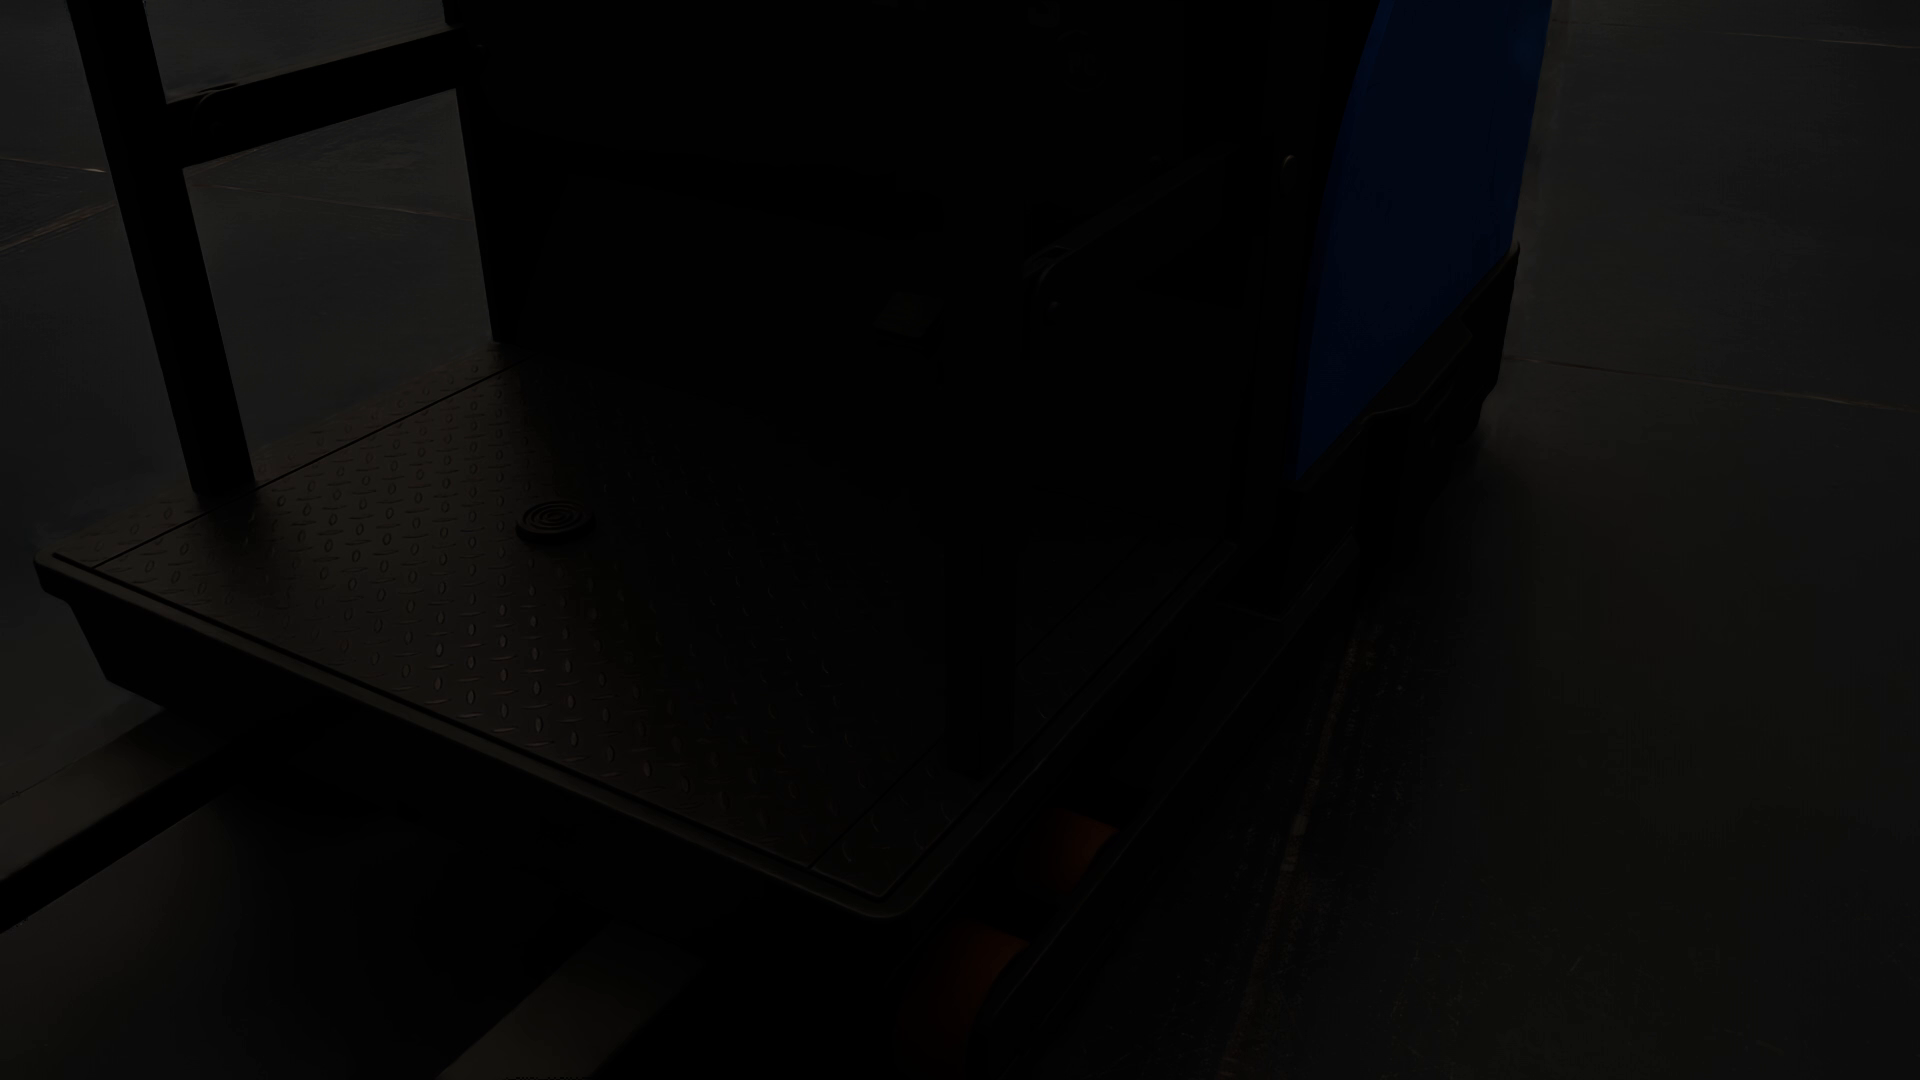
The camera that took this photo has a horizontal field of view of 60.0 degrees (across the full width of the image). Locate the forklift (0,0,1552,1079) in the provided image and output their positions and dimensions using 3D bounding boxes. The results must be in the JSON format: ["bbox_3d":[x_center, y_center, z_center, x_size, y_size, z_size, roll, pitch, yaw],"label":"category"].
[{"bbox_3d":[-0.271,-1.010,1.309,1.130,2.935,3.031,16,33,27],"label":"forklift"}]
